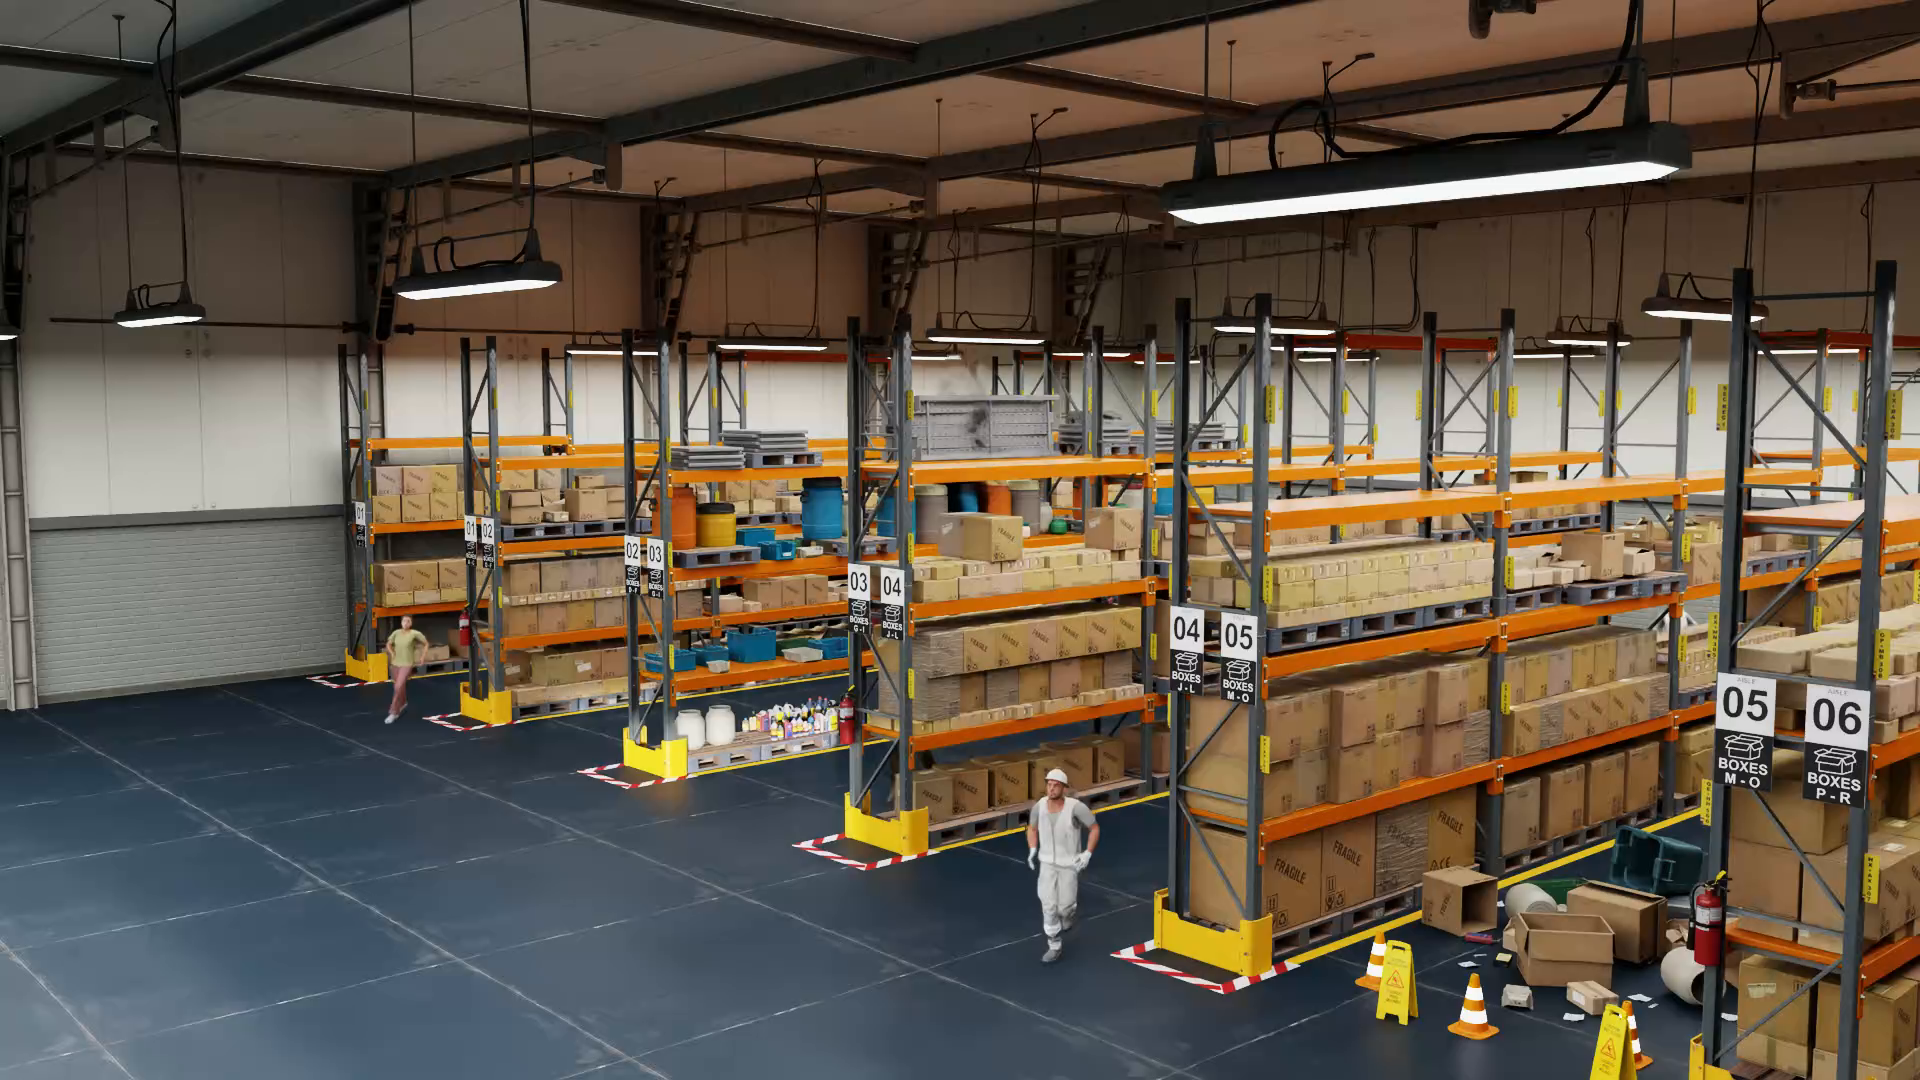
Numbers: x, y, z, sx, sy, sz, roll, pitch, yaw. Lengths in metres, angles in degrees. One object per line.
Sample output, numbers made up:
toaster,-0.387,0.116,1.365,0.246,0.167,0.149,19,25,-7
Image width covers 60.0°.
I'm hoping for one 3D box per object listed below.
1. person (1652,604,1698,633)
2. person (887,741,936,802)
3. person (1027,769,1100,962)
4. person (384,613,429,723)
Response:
person,12.143,1.798,28.176,0.737,1.730,0.504,1,5,13
person,-0.596,2.388,21.121,0.672,1.847,0.824,4,7,40
person,0.939,2.941,15.193,0.676,1.757,0.674,2,6,22
person,-8.724,1.984,26.152,0.635,1.678,0.849,1,5,7
